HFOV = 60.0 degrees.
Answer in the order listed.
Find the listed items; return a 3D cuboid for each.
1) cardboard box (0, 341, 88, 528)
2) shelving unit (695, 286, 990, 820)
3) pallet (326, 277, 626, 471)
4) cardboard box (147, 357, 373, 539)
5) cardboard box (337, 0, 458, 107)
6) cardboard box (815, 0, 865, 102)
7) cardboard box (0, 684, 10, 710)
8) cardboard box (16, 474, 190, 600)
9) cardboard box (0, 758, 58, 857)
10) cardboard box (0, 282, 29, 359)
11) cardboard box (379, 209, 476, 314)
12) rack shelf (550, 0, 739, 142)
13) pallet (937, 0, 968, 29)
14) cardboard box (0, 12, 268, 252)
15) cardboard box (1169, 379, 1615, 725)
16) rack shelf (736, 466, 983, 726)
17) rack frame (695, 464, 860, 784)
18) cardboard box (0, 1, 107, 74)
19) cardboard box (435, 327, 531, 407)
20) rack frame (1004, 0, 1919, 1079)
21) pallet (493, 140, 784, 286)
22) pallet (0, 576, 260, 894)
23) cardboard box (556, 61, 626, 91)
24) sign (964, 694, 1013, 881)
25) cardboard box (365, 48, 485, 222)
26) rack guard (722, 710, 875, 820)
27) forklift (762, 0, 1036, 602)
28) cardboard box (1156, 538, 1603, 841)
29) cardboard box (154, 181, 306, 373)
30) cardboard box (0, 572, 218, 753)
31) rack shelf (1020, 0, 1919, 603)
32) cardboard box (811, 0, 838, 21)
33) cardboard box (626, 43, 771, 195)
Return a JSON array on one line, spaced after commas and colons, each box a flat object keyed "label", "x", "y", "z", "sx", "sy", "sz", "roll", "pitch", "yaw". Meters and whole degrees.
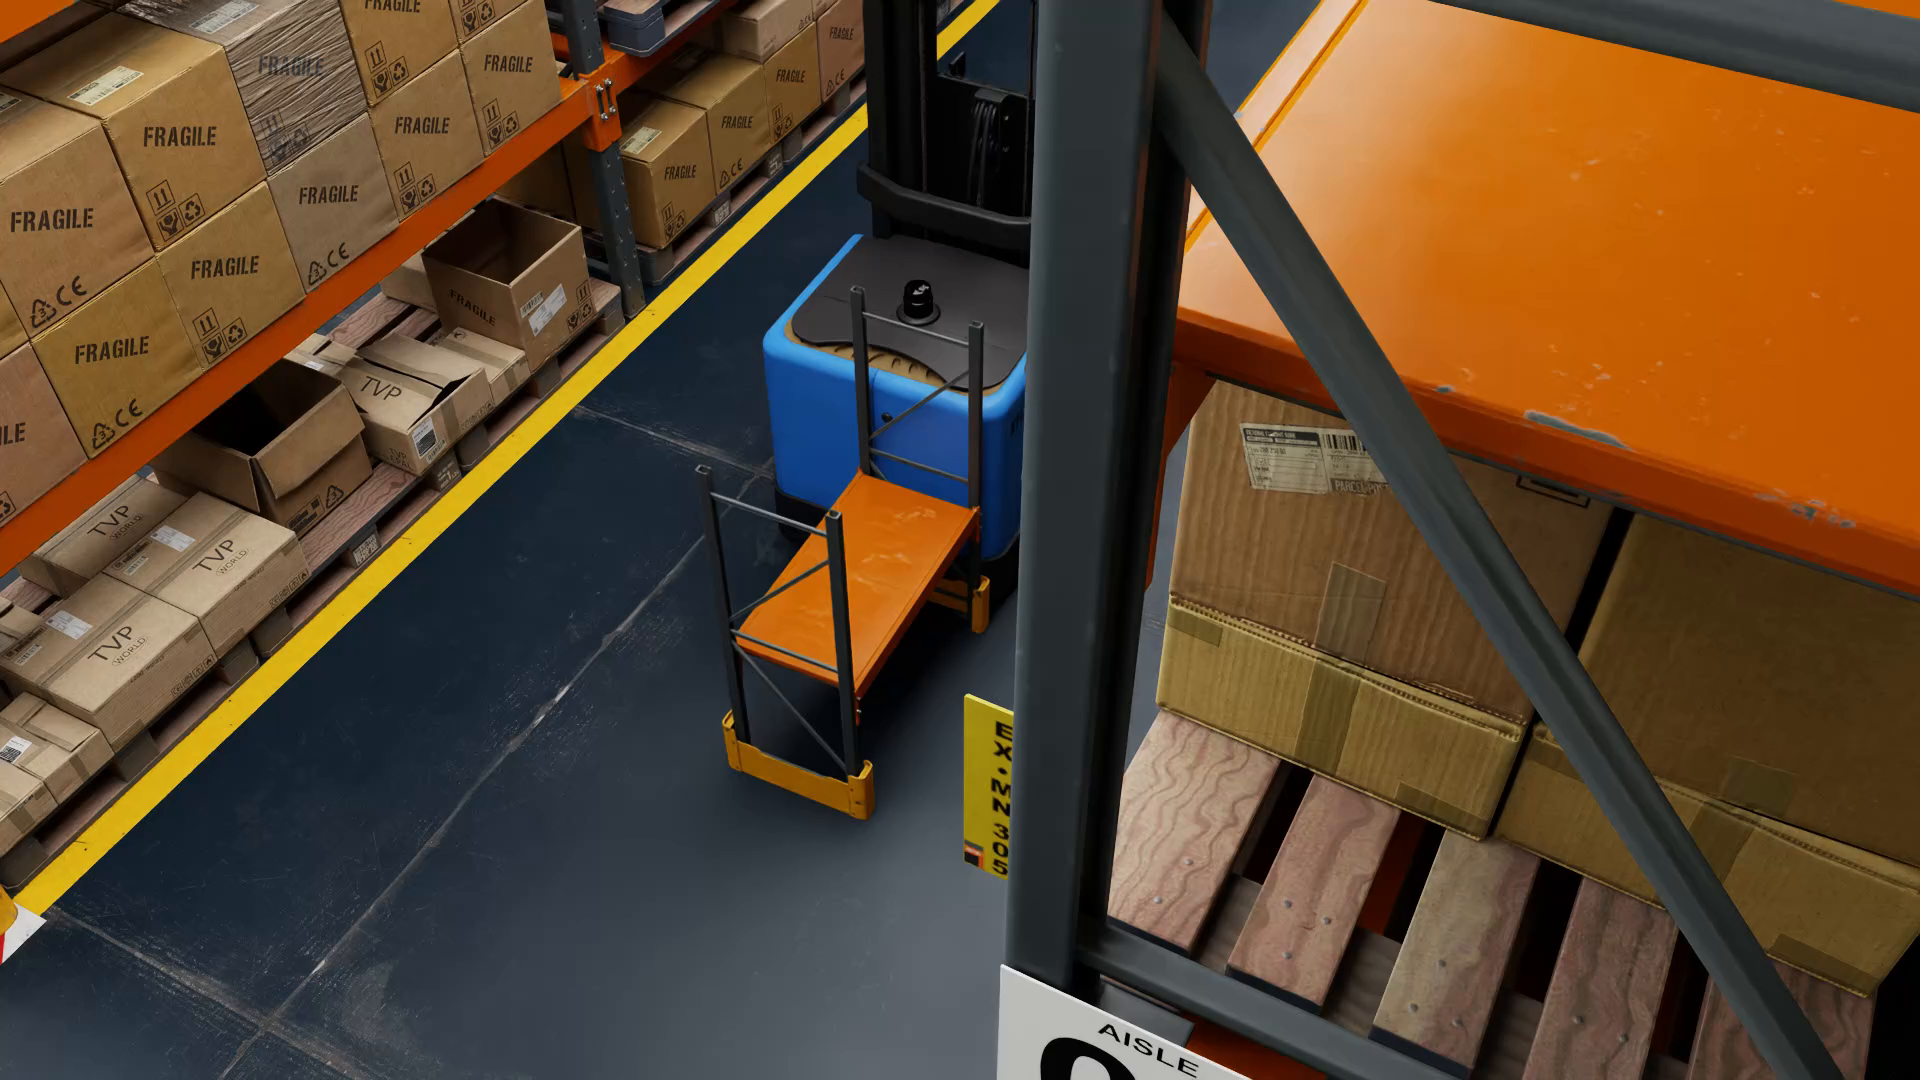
[{"label": "cardboard box", "x": -3.191, "y": -0.360, "z": 5.206, "sx": 0.500, "sy": 0.500, "sz": 0.500, "roll": 20, "pitch": 49, "yaw": 19}, {"label": "shelving unit", "x": -0.373, "y": 0.058, "z": 5.919, "sx": 0.587, "sy": 1.500, "sz": 1.083, "roll": 19, "pitch": 48, "yaw": 18}, {"label": "pallet", "x": -2.328, "y": -0.913, "z": 7.784, "sx": 1.003, "sy": 0.211, "sz": 1.213, "roll": 20, "pitch": 49, "yaw": 19}, {"label": "cardboard box", "x": -2.876, "y": -0.417, "z": 6.779, "sx": 0.797, "sy": 0.503, "sz": 0.637, "roll": 20, "pitch": 49, "yaw": 19}, {"label": "cardboard box", "x": -2.249, "y": -1.984, "z": 6.109, "sx": 0.500, "sy": 0.500, "sz": 0.500, "roll": 20, "pitch": 49, "yaw": 18}, {"label": "cardboard box", "x": -0.857, "y": -2.796, "z": 9.132, "sx": 0.500, "sy": 0.500, "sz": 0.500, "roll": 19, "pitch": 48, "yaw": 18}, {"label": "cardboard box", "x": -3.831, "y": 0.495, "z": 5.880, "sx": 0.500, "sy": 0.500, "sz": 0.500, "roll": 20, "pitch": 49, "yaw": 19}, {"label": "cardboard box", "x": -3.364, "y": -0.006, "z": 6.551, "sx": 0.500, "sy": 0.250, "sz": 0.500, "roll": 20, "pitch": 49, "yaw": 19}, {"label": "cardboard box", "x": -3.367, "y": 0.892, "z": 5.735, "sx": 0.380, "sy": 0.149, "sz": 0.250, "roll": 20, "pitch": 49, "yaw": 19}, {"label": "cardboard box", "x": -3.190, "y": -0.716, "z": 4.855, "sx": 0.500, "sy": 0.500, "sz": 0.500, "roll": 21, "pitch": 49, "yaw": 19}, {"label": "cardboard box", "x": -2.395, "y": -1.342, "z": 7.828, "sx": 0.500, "sy": 0.311, "sz": 0.500, "roll": 20, "pitch": 49, "yaw": 19}, {"label": "rack shelf", "x": -1.080, "y": -3.332, "z": 8.720, "sx": 1.077, "sy": 0.370, "sz": 4.000, "roll": 20, "pitch": 49, "yaw": 19}, {"label": "pallet", "x": -0.532, "y": -3.407, "z": 10.249, "sx": 1.003, "sy": 0.211, "sz": 1.213, "roll": 20, "pitch": 49, "yaw": 19}, {"label": "cardboard box", "x": -2.718, "y": -1.350, "z": 5.482, "sx": 0.500, "sy": 0.500, "sz": 0.500, "roll": 20, "pitch": 49, "yaw": 19}, {"label": "cardboard box", "x": 0.622, "y": -0.171, "z": 2.194, "sx": 0.500, "sy": 0.500, "sz": 0.500, "roll": 20, "pitch": 49, "yaw": 19}, {"label": "rack shelf", "x": -0.369, "y": 0.178, "z": 6.052, "sx": 0.538, "sy": 0.185, "sz": 1.000, "roll": 19, "pitch": 48, "yaw": 18}, {"label": "rack frame", "x": -0.587, "y": 0.378, "z": 5.602, "sx": 0.500, "sy": 1.500, "sz": 0.032, "roll": 19, "pitch": 48, "yaw": 18}, {"label": "cardboard box", "x": -3.194, "y": -1.533, "z": 5.663, "sx": 0.500, "sy": 0.500, "sz": 0.500, "roll": 22, "pitch": 49, "yaw": 20}, {"label": "cardboard box", "x": -2.143, "y": -0.769, "z": 7.376, "sx": 0.380, "sy": 0.149, "sz": 0.250, "roll": 20, "pitch": 49, "yaw": 19}, {"label": "rack frame", "x": 0.524, "y": -0.281, "z": 0.981, "sx": 1.000, "sy": 3.000, "sz": 0.127, "roll": 20, "pitch": 49, "yaw": 19}, {"label": "pallet", "x": -1.664, "y": -1.870, "z": 8.730, "sx": 1.003, "sy": 0.211, "sz": 1.213, "roll": 20, "pitch": 49, "yaw": 19}, {"label": "pallet", "x": -3.461, "y": 0.625, "z": 6.264, "sx": 1.003, "sy": 0.211, "sz": 1.213, "roll": 20, "pitch": 49, "yaw": 19}, {"label": "cardboard box", "x": -1.796, "y": -2.315, "z": 8.657, "sx": 0.500, "sy": 0.500, "sz": 0.500, "roll": 21, "pitch": 49, "yaw": 19}, {"label": "sign", "x": 0.050, "y": 0.302, "z": 1.946, "sx": 0.100, "sy": 0.325, "sz": 0.005, "roll": 20, "pitch": 49, "yaw": 19}, {"label": "cardboard box", "x": -2.251, "y": -1.635, "z": 6.467, "sx": 0.500, "sy": 0.500, "sz": 0.500, "roll": 22, "pitch": 49, "yaw": 20}, {"label": "rack guard", "x": -0.587, "y": 0.817, "z": 6.047, "sx": 0.587, "sy": 0.250, "sz": 0.087, "roll": 19, "pitch": 48, "yaw": 18}, {"label": "forklift", "x": 0.321, "y": -1.835, "z": 6.783, "sx": 1.130, "sy": 2.935, "sz": 3.031, "roll": 19, "pitch": 48, "yaw": 18}, {"label": "cardboard box", "x": 0.629, "y": 0.094, "z": 2.458, "sx": 0.500, "sy": 0.250, "sz": 0.500, "roll": 22, "pitch": 49, "yaw": 20}, {"label": "cardboard box", "x": -2.722, "y": -0.989, "z": 5.828, "sx": 0.500, "sy": 0.500, "sz": 0.500, "roll": 21, "pitch": 49, "yaw": 20}, {"label": "cardboard box", "x": -3.130, "y": 0.443, "z": 6.107, "sx": 0.500, "sy": 0.250, "sz": 0.500, "roll": 20, "pitch": 49, "yaw": 19}, {"label": "rack shelf", "x": 1.452, "y": -1.147, "z": 2.624, "sx": 1.077, "sy": 0.370, "sz": 4.000, "roll": 20, "pitch": 49, "yaw": 19}, {"label": "cardboard box", "x": -0.872, "y": -3.035, "z": 8.842, "sx": 0.500, "sy": 0.250, "sz": 0.500, "roll": 20, "pitch": 49, "yaw": 18}, {"label": "cardboard box", "x": -1.330, "y": -2.165, "z": 8.509, "sx": 0.500, "sy": 0.500, "sz": 0.500, "roll": 21, "pitch": 49, "yaw": 20}]
